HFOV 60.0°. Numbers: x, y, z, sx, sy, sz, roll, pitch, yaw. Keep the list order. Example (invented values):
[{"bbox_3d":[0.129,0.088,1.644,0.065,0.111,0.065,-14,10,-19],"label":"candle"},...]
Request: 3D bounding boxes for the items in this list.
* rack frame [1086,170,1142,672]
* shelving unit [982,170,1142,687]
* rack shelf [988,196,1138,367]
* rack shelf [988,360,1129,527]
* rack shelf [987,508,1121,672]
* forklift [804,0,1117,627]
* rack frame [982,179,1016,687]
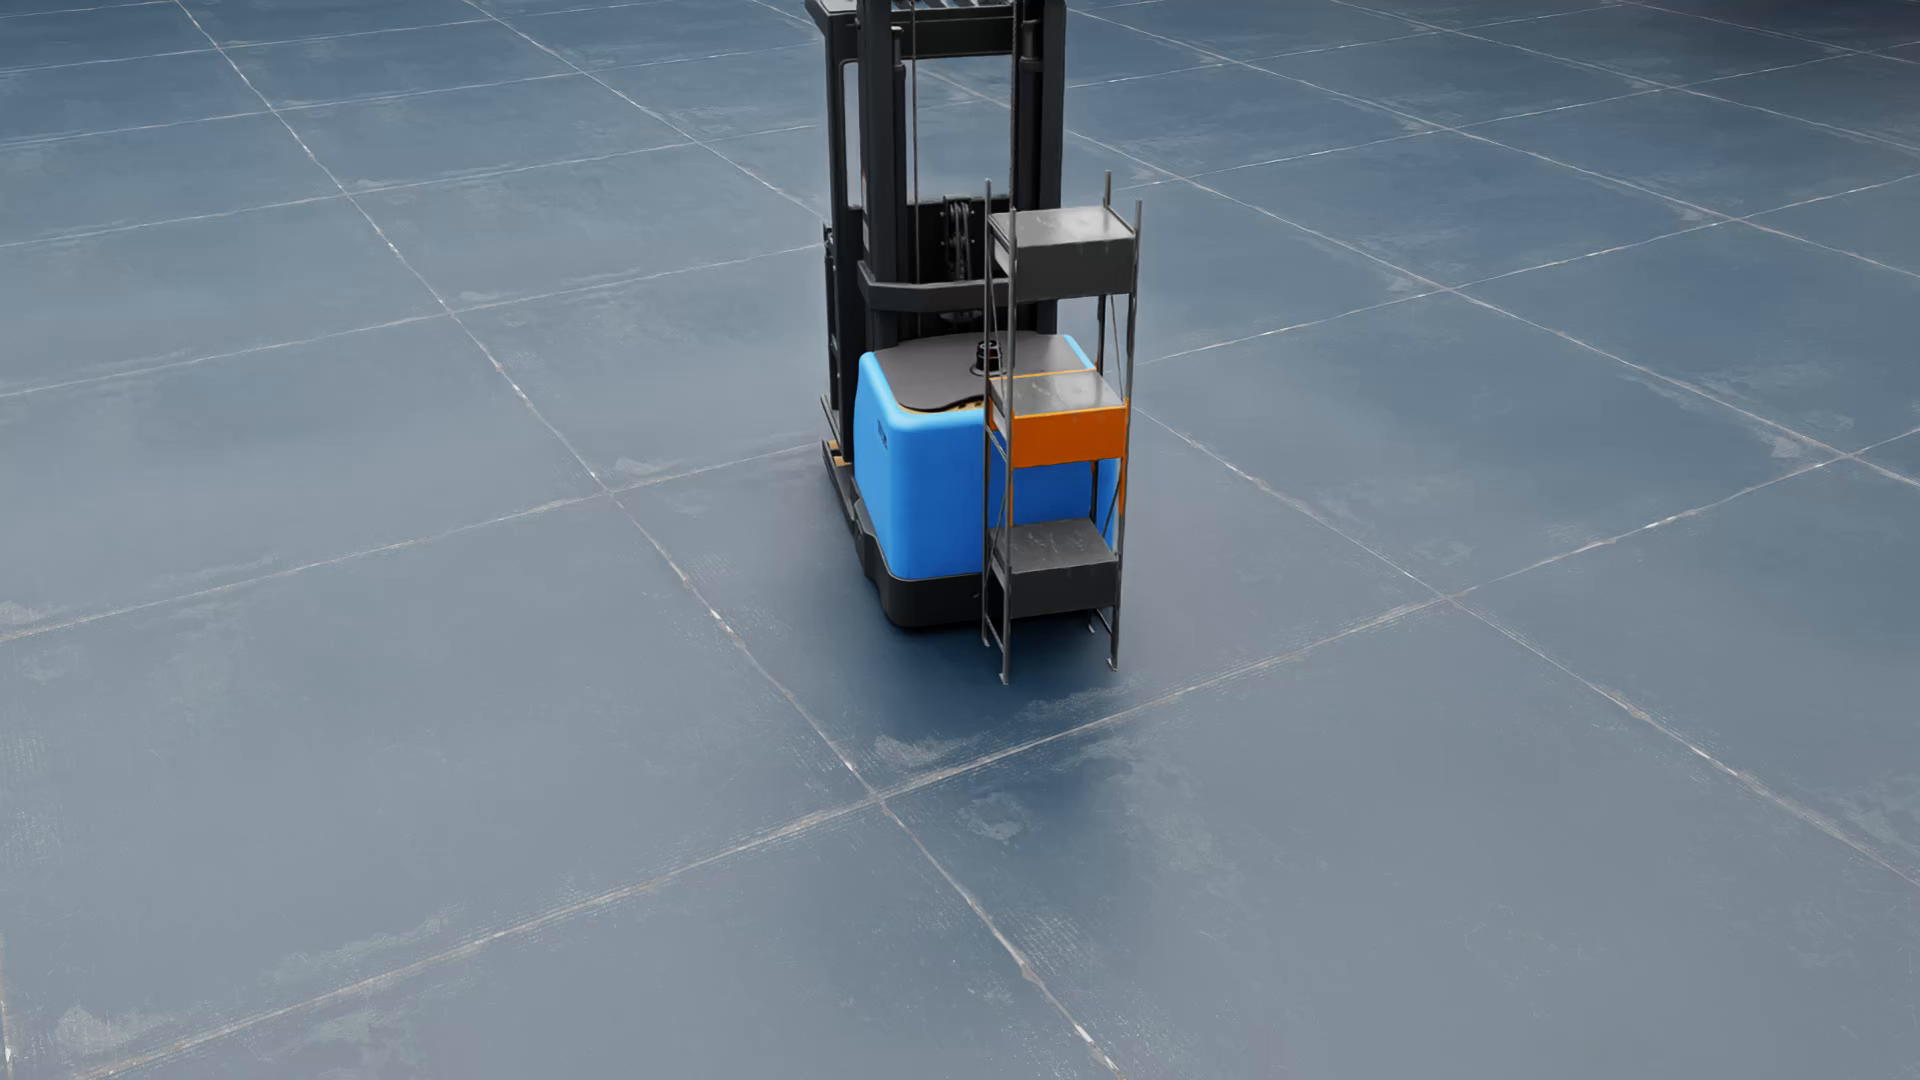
[{"bbox_3d":[0.626,-0.441,6.876,0.015,2.100,0.400,-7,30,-12],"label":"rack frame"},{"bbox_3d":[0.389,-0.413,6.826,0.503,2.100,0.431,-7,30,-12],"label":"shelving unit"},{"bbox_3d":[0.389,-1.014,6.494,0.480,0.518,0.431,-7,30,-12],"label":"rack shelf"},{"bbox_3d":[0.389,-0.401,6.832,0.480,0.518,0.431,-7,30,-12],"label":"rack shelf"},{"bbox_3d":[0.389,0.212,7.171,0.480,0.518,0.431,-7,30,-12],"label":"rack shelf"},{"bbox_3d":[-0.118,-1.591,8.099,1.130,2.935,3.031,-6,30,-11],"label":"forklift"},{"bbox_3d":[0.152,-0.386,6.775,0.015,2.100,0.400,-7,30,-12],"label":"rack frame"}]
